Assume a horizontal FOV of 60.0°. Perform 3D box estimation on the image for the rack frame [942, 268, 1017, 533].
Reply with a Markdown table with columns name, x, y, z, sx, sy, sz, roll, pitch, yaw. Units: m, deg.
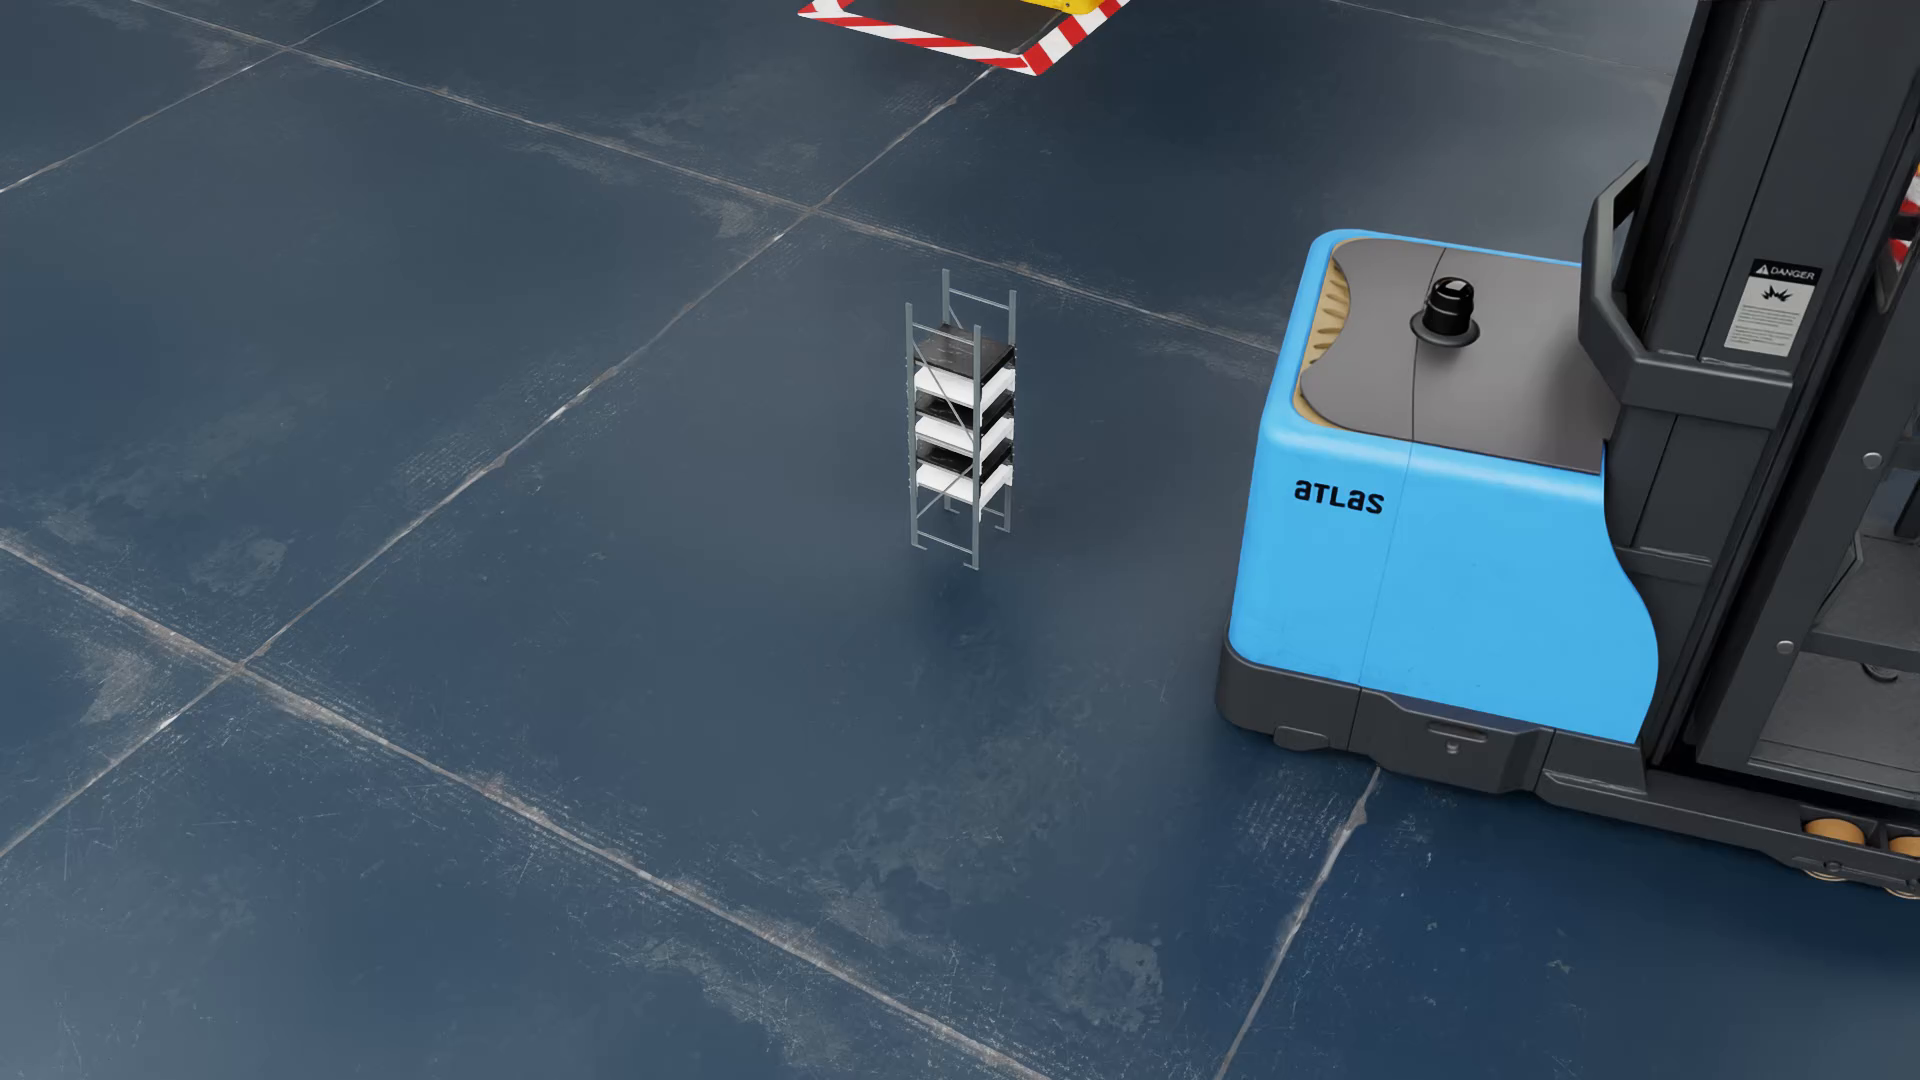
| name | x | y | z | sx | sy | sz | roll | pitch | yaw |
| --- | --- | --- | --- | --- | --- | --- | --- | --- | --- |
| rack frame | 0.055 | -0.401 | 5.024 | 0.240 | 0.900 | 0.006 | 21 | 45 | 22 |

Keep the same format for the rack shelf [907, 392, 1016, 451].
| name | x | y | z | sx | sy | sz | roll | pitch | yaw |
| --- | --- | --- | --- | --- | --- | --- | --- | --- | --- |
| rack shelf | 0.004 | -0.385 | 4.920 | 0.258 | 0.077 | 0.200 | 21 | 45 | 22 |

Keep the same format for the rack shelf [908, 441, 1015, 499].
| name | x | y | z | sx | sy | sz | roll | pitch | yaw |
| --- | --- | --- | --- | --- | --- | --- | --- | --- | --- |
| rack shelf | 0.004 | -0.250 | 5.039 | 0.258 | 0.077 | 0.200 | 21 | 45 | 22 |

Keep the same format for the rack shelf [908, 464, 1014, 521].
| name | x | y | z | sx | sy | sz | roll | pitch | yaw |
| --- | --- | --- | --- | --- | --- | --- | --- | --- | --- |
| rack shelf | 0.004 | -0.182 | 5.099 | 0.258 | 0.077 | 0.200 | 21 | 45 | 22 |

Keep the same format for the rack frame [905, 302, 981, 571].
| name | x | y | z | sx | sy | sz | roll | pitch | yaw |
| --- | --- | --- | --- | --- | --- | --- | --- | --- | --- |
| rack frame | -0.047 | -0.284 | 4.892 | 0.240 | 0.900 | 0.006 | 21 | 45 | 22 |

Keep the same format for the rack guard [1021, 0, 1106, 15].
| name | x | y | z | sx | sy | sz | roll | pitch | yaw |
| --- | --- | --- | --- | --- | --- | --- | --- | --- | --- |
| rack guard | 0.193 | -3.048 | 8.333 | 1.175 | 0.500 | 0.348 | 21 | 45 | 22 |

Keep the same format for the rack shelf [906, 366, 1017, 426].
| name | x | y | z | sx | sy | sz | roll | pitch | yaw |
| --- | --- | --- | --- | --- | --- | --- | --- | --- | --- |
| rack shelf | 0.004 | -0.452 | 4.861 | 0.258 | 0.077 | 0.200 | 21 | 45 | 22 |

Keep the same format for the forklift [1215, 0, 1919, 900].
| name | x | y | z | sx | sy | sz | roll | pitch | yaw |
| --- | --- | --- | --- | --- | --- | --- | --- | --- | --- |
| forklift | 2.285 | -0.585 | 3.696 | 3.031 | 2.935 | 1.130 | 12 | 43 | 13 |

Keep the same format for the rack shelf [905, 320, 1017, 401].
| name | x | y | z | sx | sy | sz | roll | pitch | yaw |
| --- | --- | --- | --- | --- | --- | --- | --- | --- | --- |
| rack shelf | 0.004 | -0.520 | 4.801 | 0.258 | 0.077 | 0.200 | 21 | 45 | 22 |

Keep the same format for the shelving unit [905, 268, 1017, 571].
| name | x | y | z | sx | sy | sz | roll | pitch | yaw |
| --- | --- | --- | --- | --- | --- | --- | --- | --- | --- |
| shelving unit | 0.004 | -0.342 | 4.958 | 0.258 | 0.900 | 0.210 | 21 | 45 | 22 |

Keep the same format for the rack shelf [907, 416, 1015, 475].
| name | x | y | z | sx | sy | sz | roll | pitch | yaw |
| --- | --- | --- | --- | --- | --- | --- | --- | --- | --- |
| rack shelf | 0.004 | -0.317 | 4.980 | 0.258 | 0.077 | 0.200 | 21 | 45 | 22 |
